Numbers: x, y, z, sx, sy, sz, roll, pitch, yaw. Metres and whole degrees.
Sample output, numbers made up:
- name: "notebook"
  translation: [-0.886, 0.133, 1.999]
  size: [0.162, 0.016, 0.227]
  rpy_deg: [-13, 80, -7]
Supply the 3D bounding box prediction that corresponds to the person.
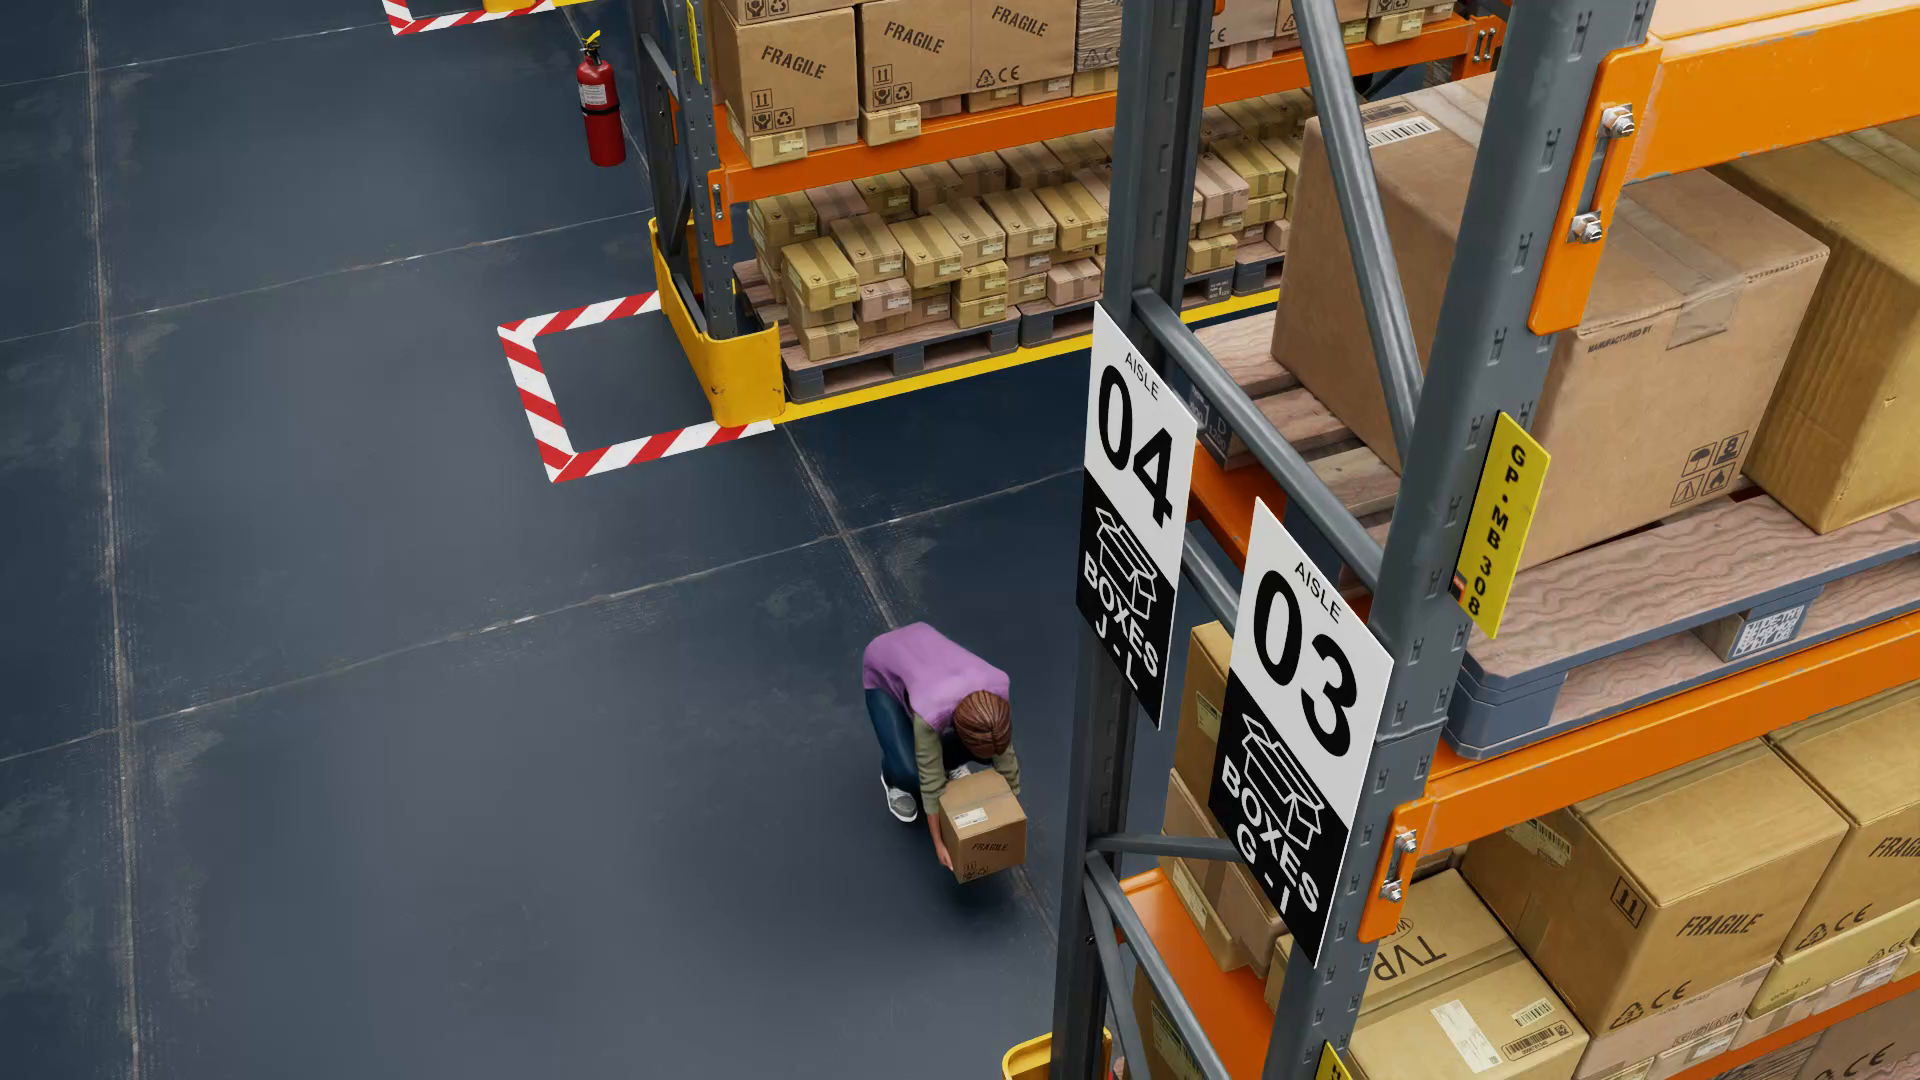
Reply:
- name: "person"
  translation: [-0.067, 0.694, 5.930]
  size: [0.425, 0.895, 0.839]
  rpy_deg: [-17, 45, -18]
